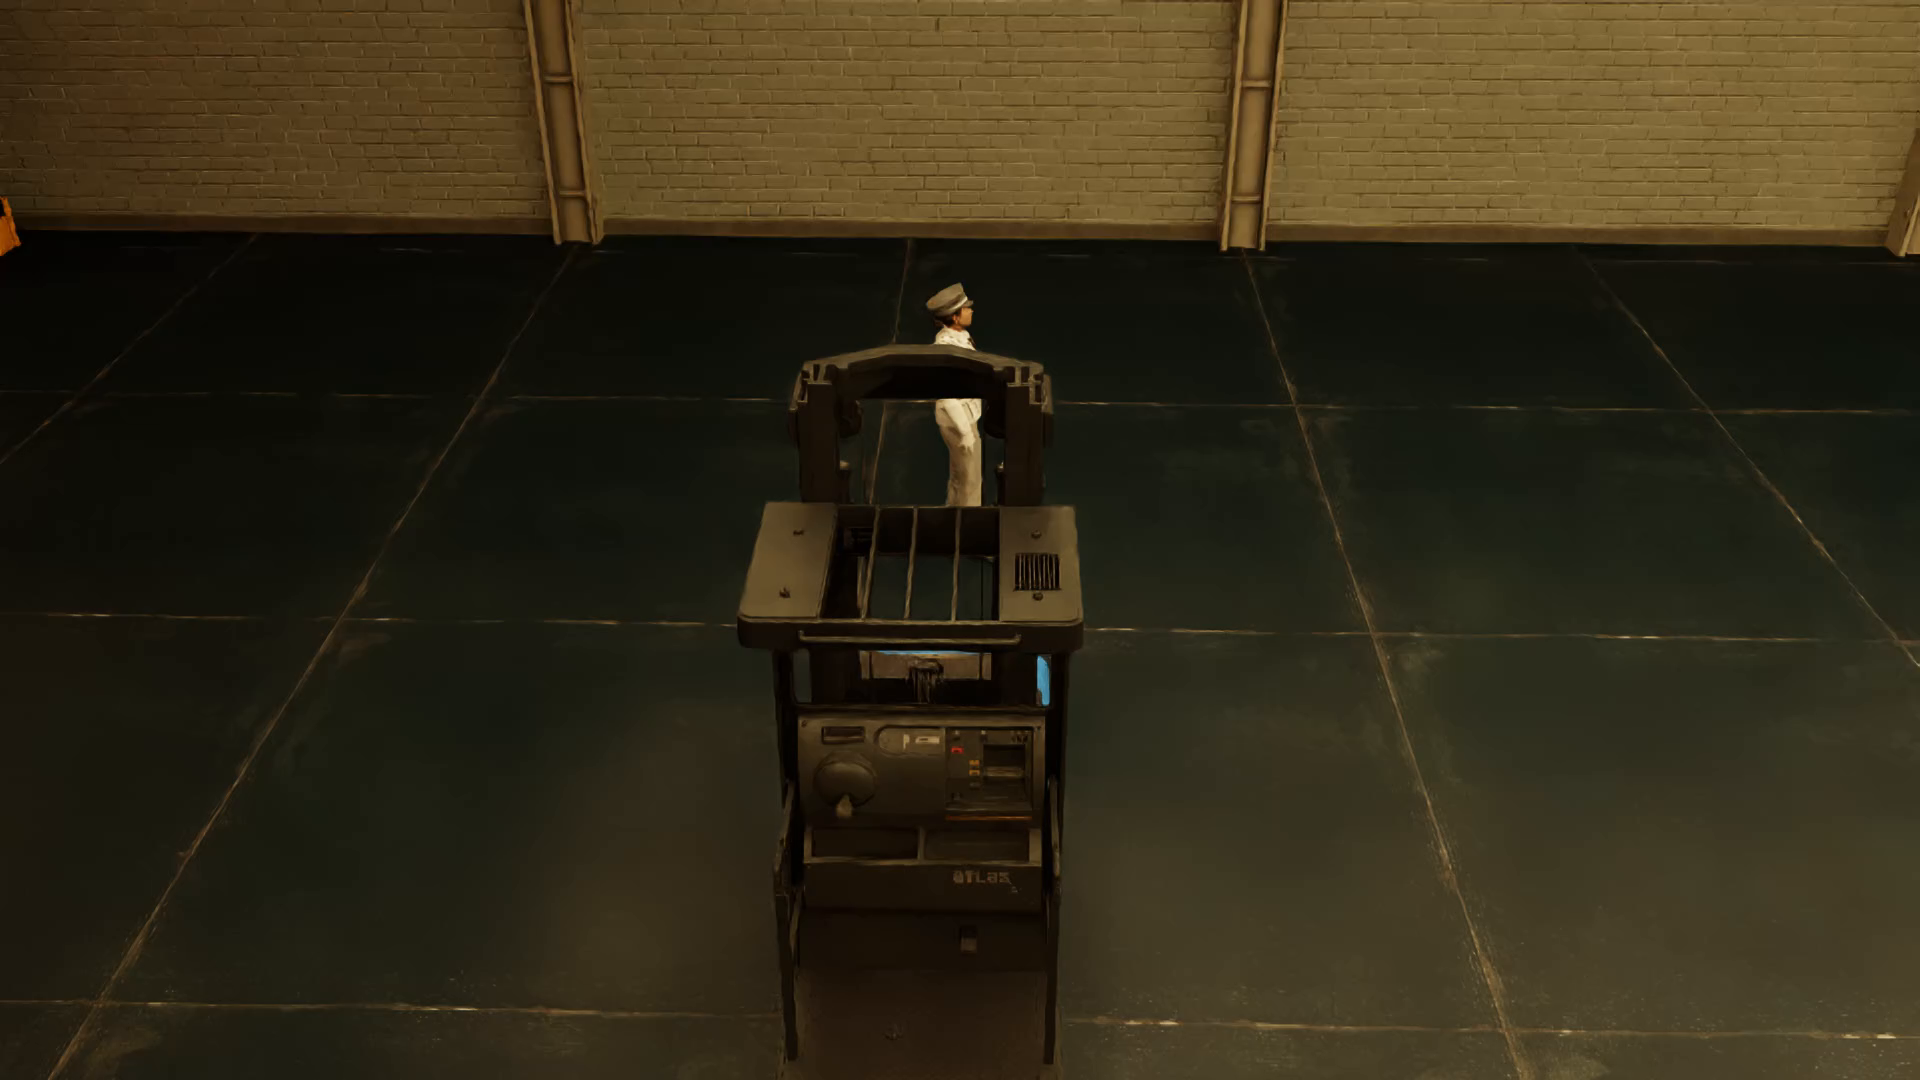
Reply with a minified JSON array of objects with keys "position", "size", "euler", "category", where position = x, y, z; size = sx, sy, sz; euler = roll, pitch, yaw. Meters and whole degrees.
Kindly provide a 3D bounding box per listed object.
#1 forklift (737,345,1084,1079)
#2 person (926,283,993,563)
[{"position":[-0.148,0.905,6.079],"size":[1.130,2.935,3.031],"euler":[1,31,1],"category":"forklift"},{"position":[0.067,-0.732,10.058],"size":[0.532,1.695,0.586],"euler":[1,31,1],"category":"person"}]
